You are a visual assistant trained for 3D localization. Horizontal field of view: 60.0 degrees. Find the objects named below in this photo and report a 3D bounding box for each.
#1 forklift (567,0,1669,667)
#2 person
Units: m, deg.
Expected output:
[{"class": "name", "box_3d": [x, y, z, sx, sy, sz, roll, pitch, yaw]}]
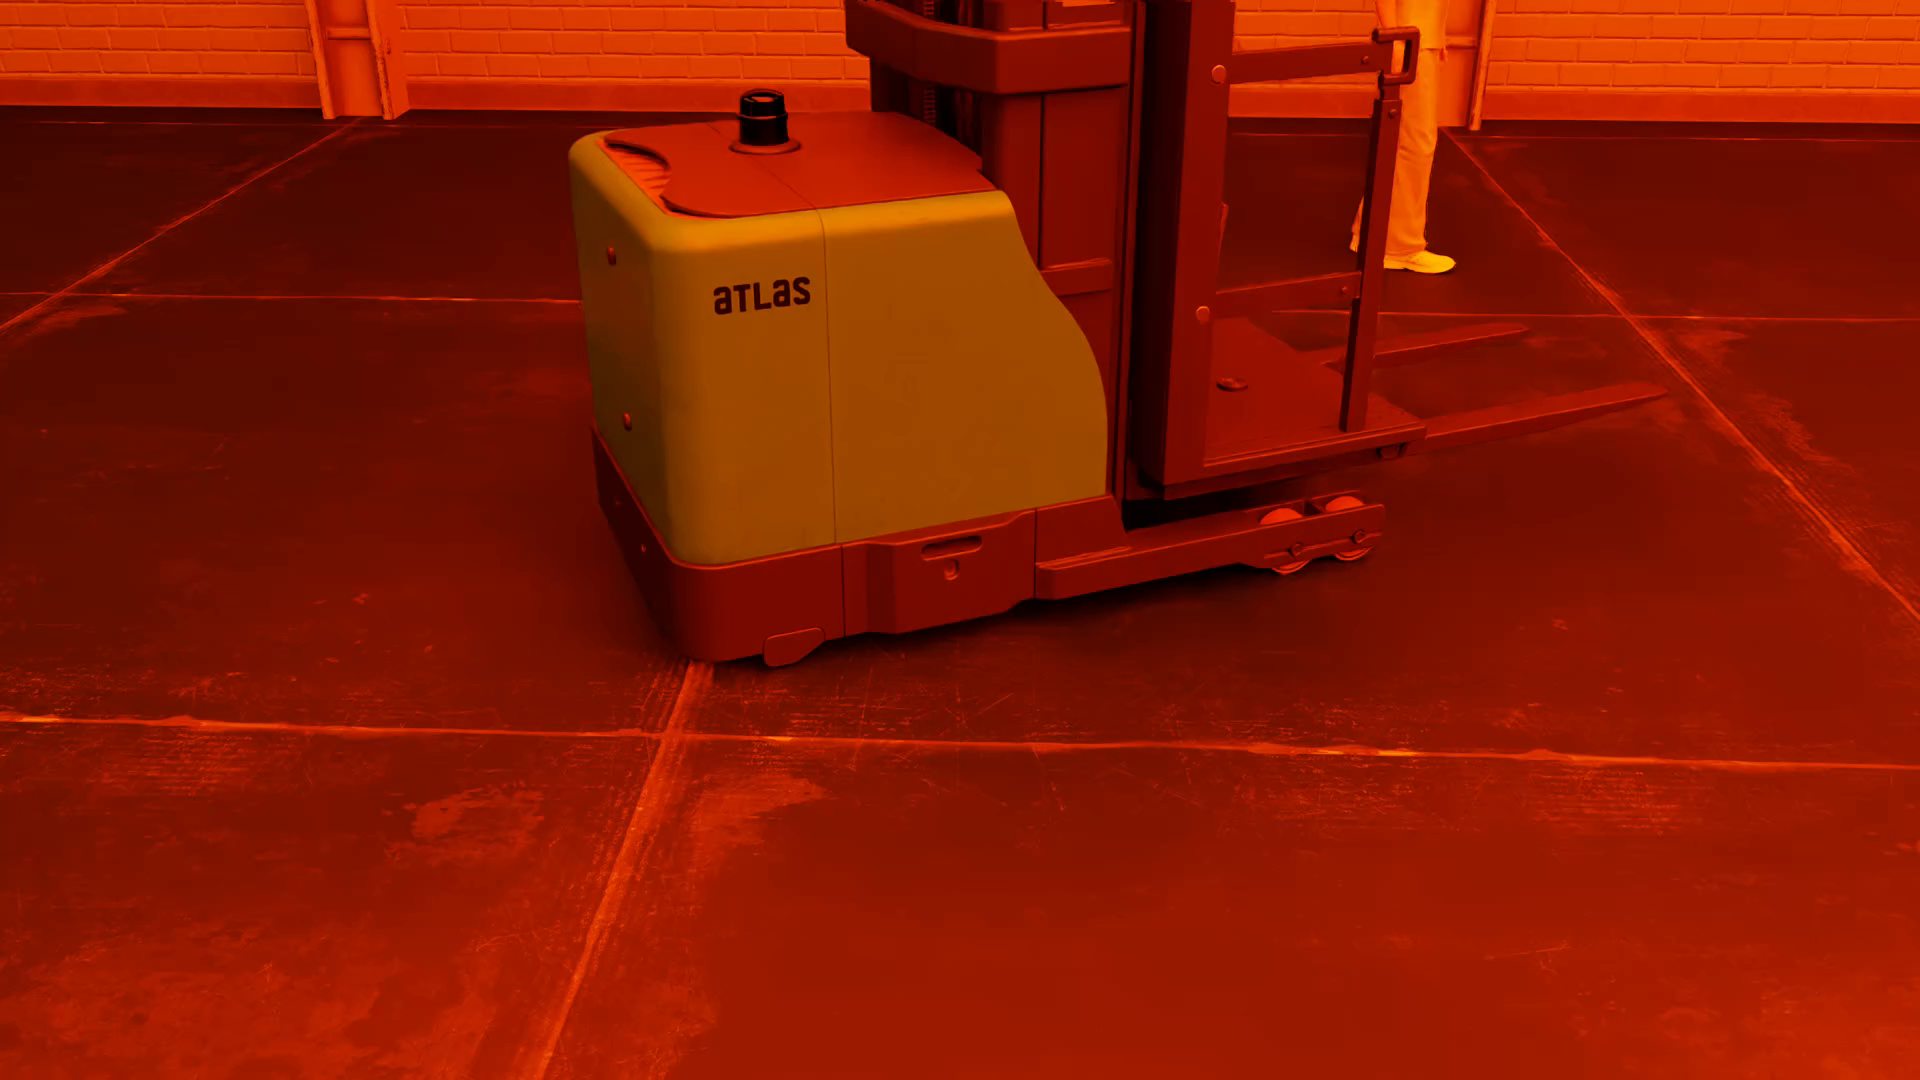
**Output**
[{"class": "forklift", "box_3d": [0.573, -1.431, 4.109, 3.031, 2.935, 1.130, -11, 28, -20]}, {"class": "person", "box_3d": [1.829, -1.909, 6.513, 0.457, 1.664, 0.621, 11, 28, 22]}]
